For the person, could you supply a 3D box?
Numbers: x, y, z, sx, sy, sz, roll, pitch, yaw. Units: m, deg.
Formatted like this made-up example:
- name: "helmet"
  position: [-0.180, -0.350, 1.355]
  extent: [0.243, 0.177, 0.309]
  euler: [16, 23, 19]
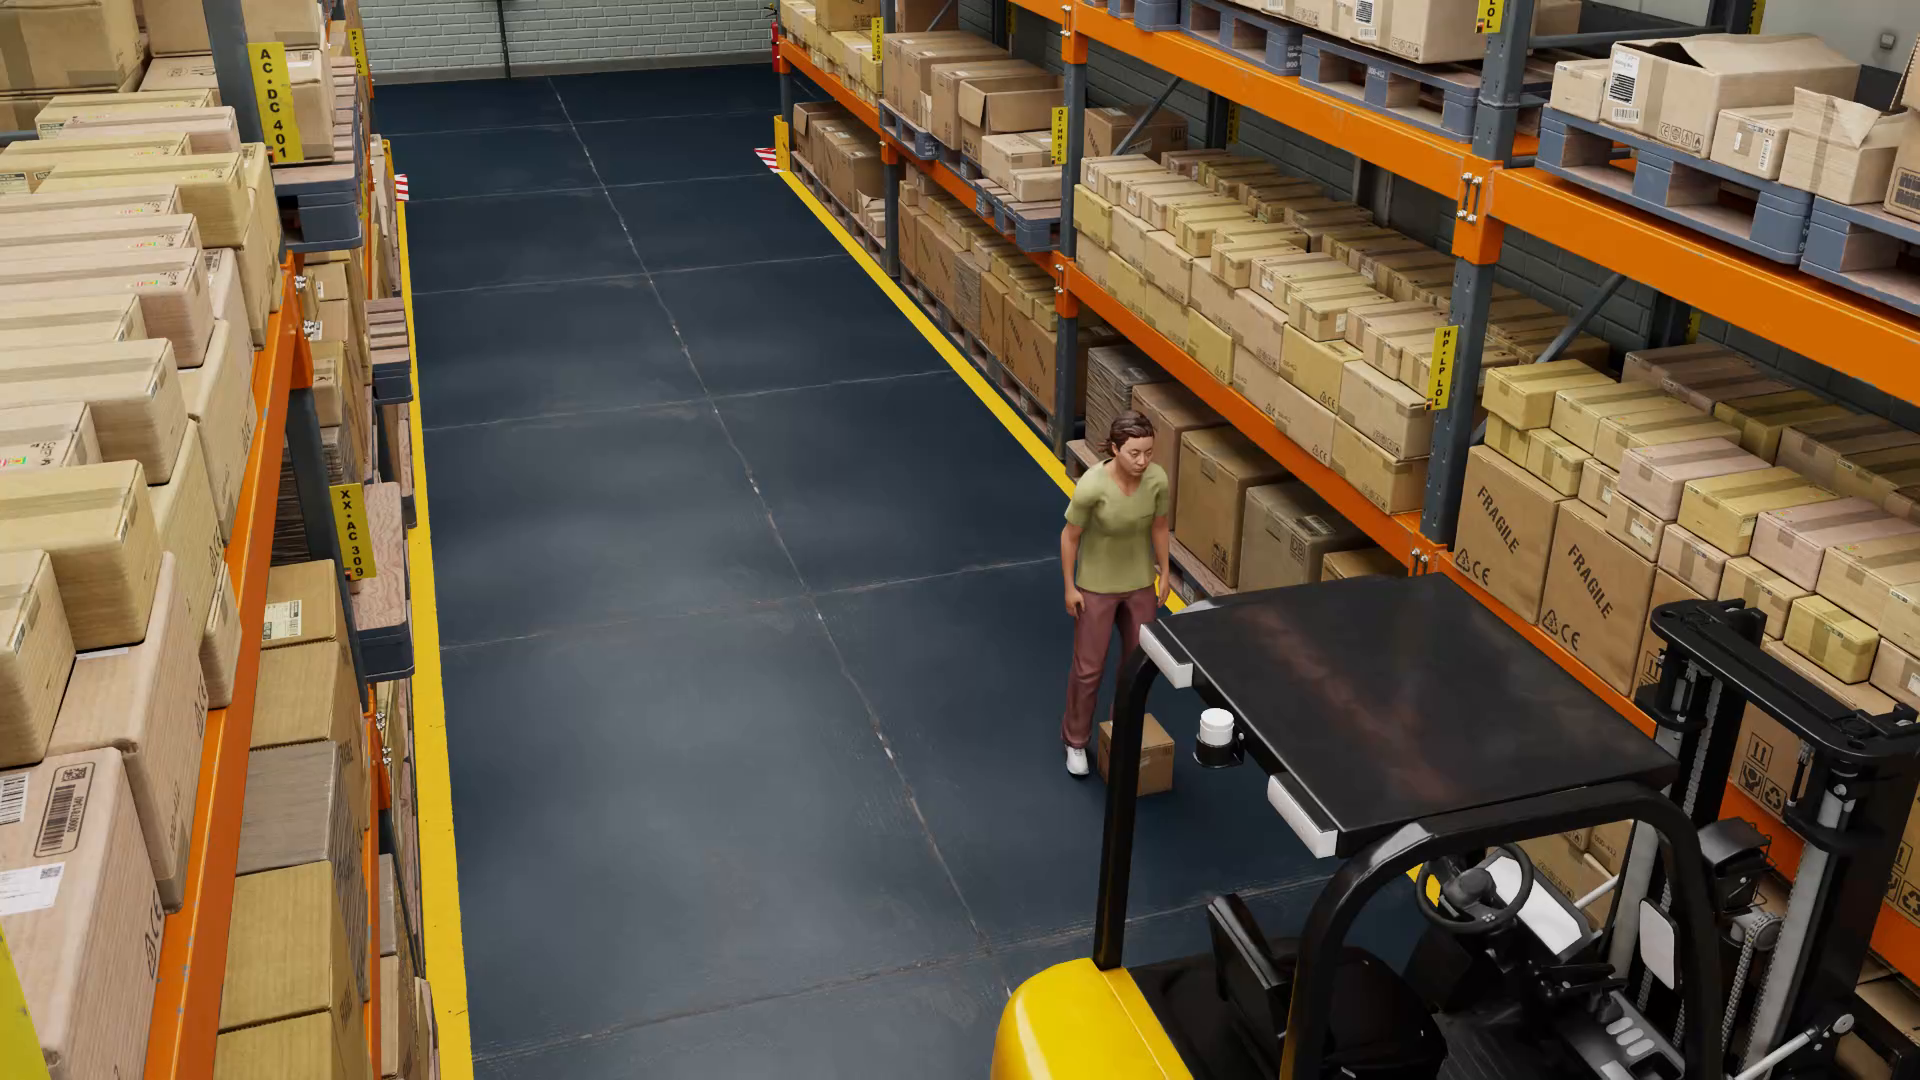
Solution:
- name: "person"
  position: [0.683, 0.210, 7.193]
  extent: [0.499, 1.673, 0.357]
  euler: [-8, 28, -16]
